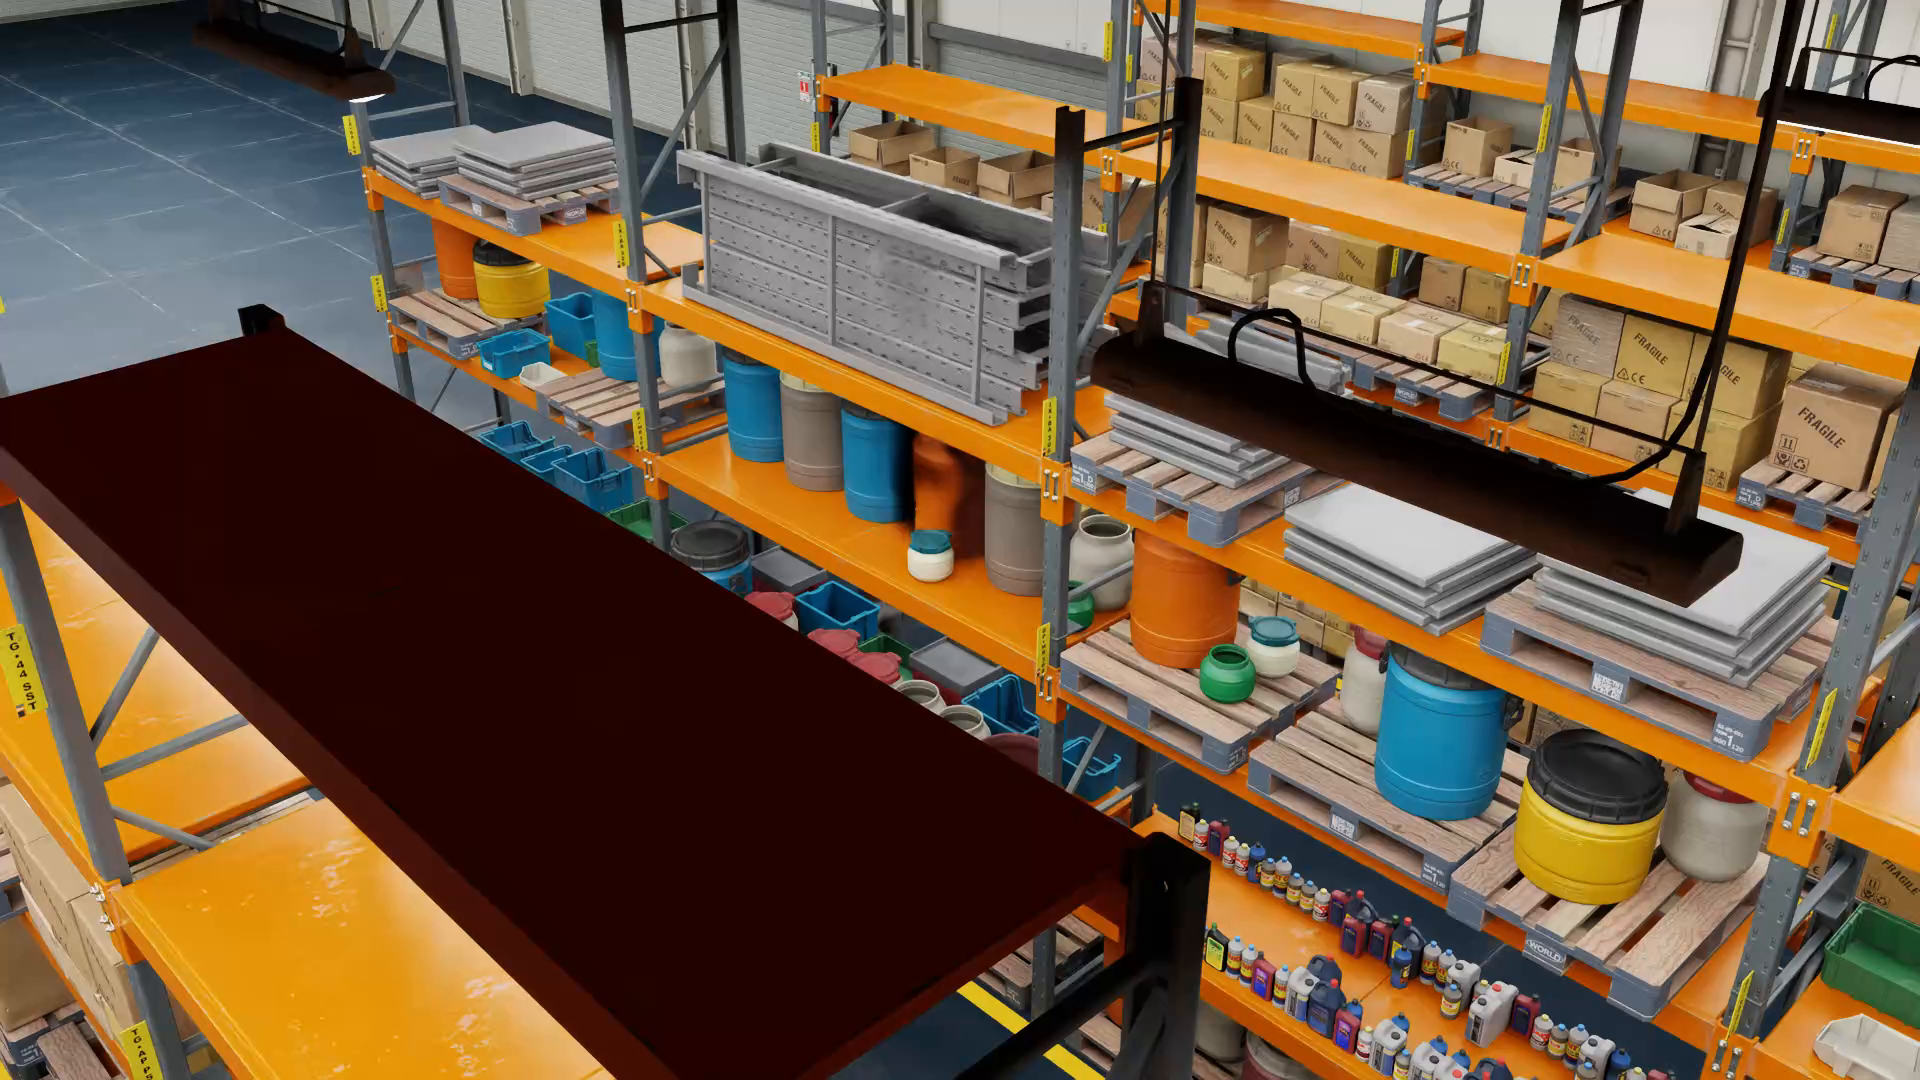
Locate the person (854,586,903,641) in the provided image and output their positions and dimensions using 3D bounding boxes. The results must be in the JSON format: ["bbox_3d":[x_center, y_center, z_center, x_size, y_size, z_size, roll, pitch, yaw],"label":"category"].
[{"bbox_3d":[-0.701,0.629,13.976,0.511,1.598,0.946,-21,35,-34],"label":"person"}]
